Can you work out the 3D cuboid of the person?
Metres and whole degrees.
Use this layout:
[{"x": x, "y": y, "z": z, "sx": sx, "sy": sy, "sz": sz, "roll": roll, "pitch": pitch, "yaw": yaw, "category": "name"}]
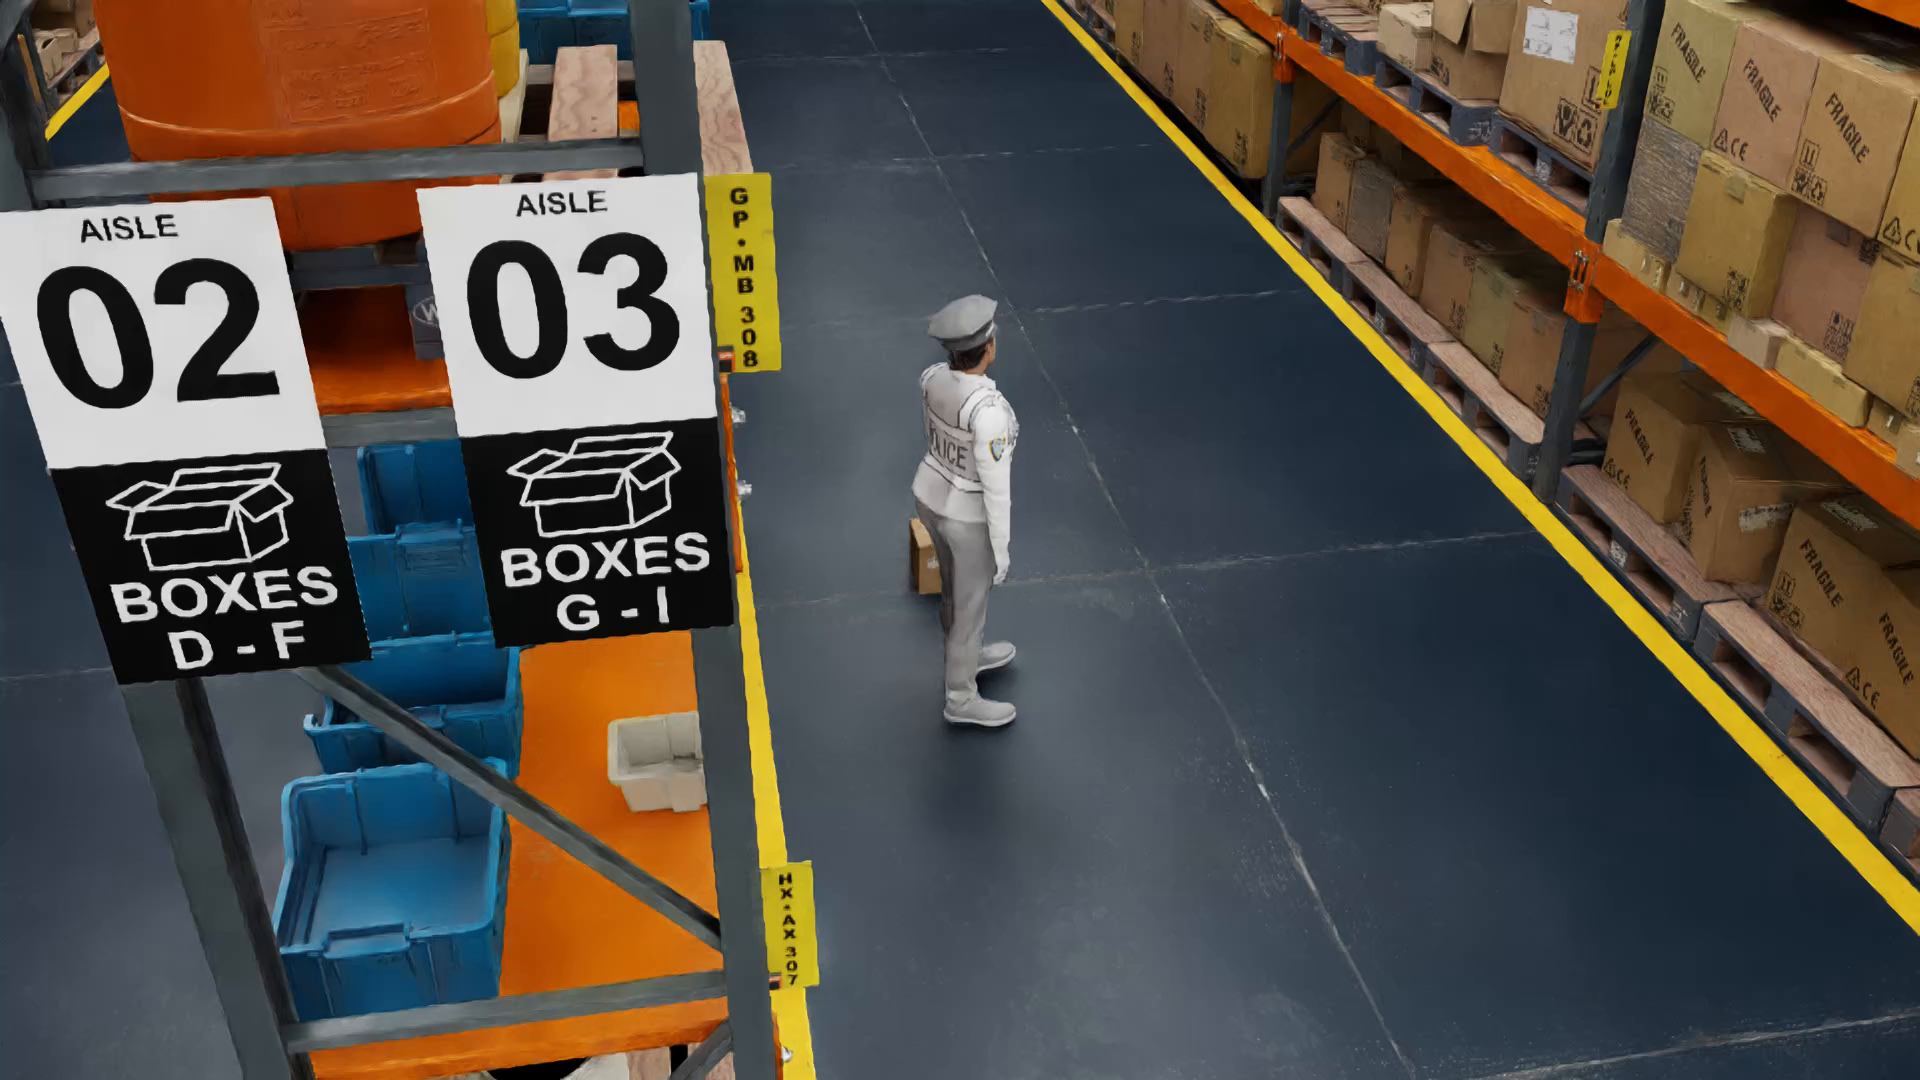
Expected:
[{"x": 0.087, "y": -0.110, "z": 6.259, "sx": 0.474, "sy": 1.685, "sz": 0.545, "roll": -19, "pitch": 36, "yaw": -29, "category": "person"}]
